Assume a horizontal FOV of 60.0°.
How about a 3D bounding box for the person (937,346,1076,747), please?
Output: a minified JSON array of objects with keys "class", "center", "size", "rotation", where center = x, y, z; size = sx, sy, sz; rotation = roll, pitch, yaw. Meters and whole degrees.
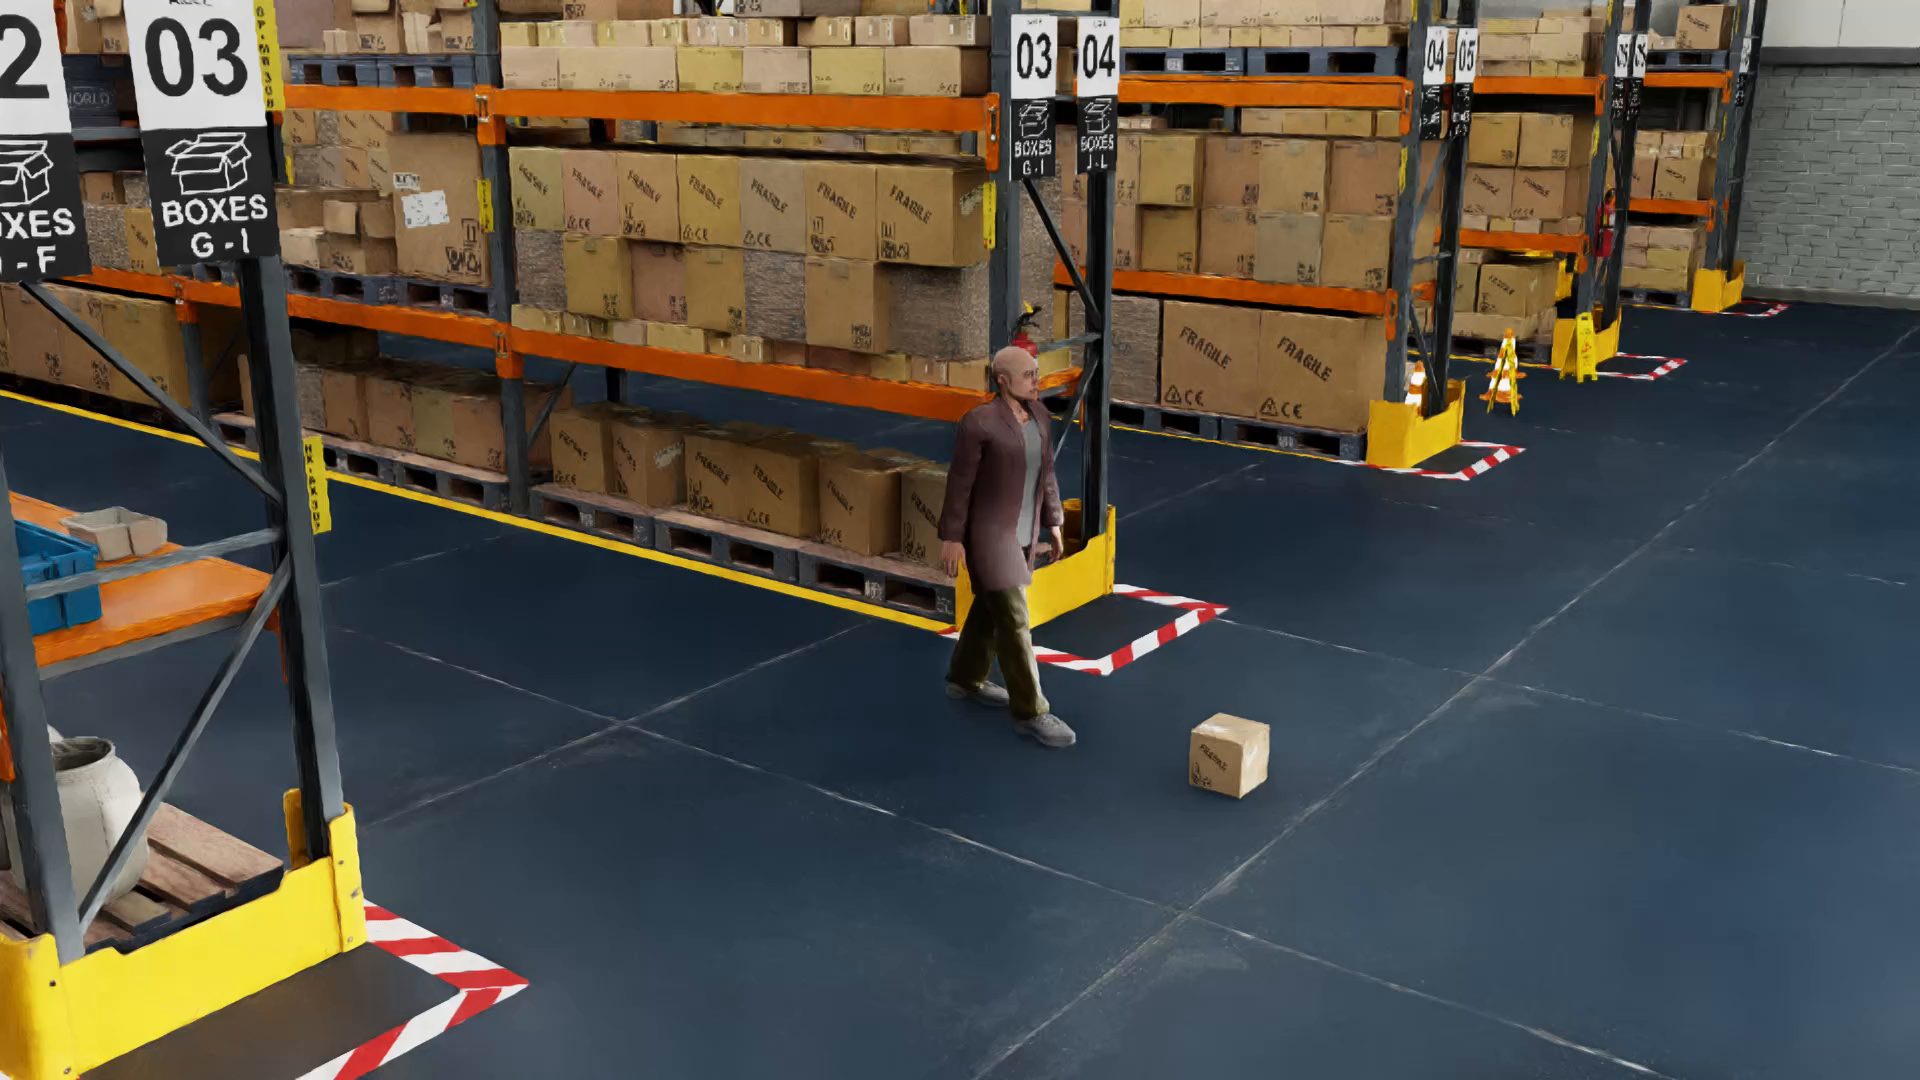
[{"class":"person","center":[0.274,-0.012,7.560],"size":[0.889,1.748,0.614],"rotation":[12,20,36]}]
